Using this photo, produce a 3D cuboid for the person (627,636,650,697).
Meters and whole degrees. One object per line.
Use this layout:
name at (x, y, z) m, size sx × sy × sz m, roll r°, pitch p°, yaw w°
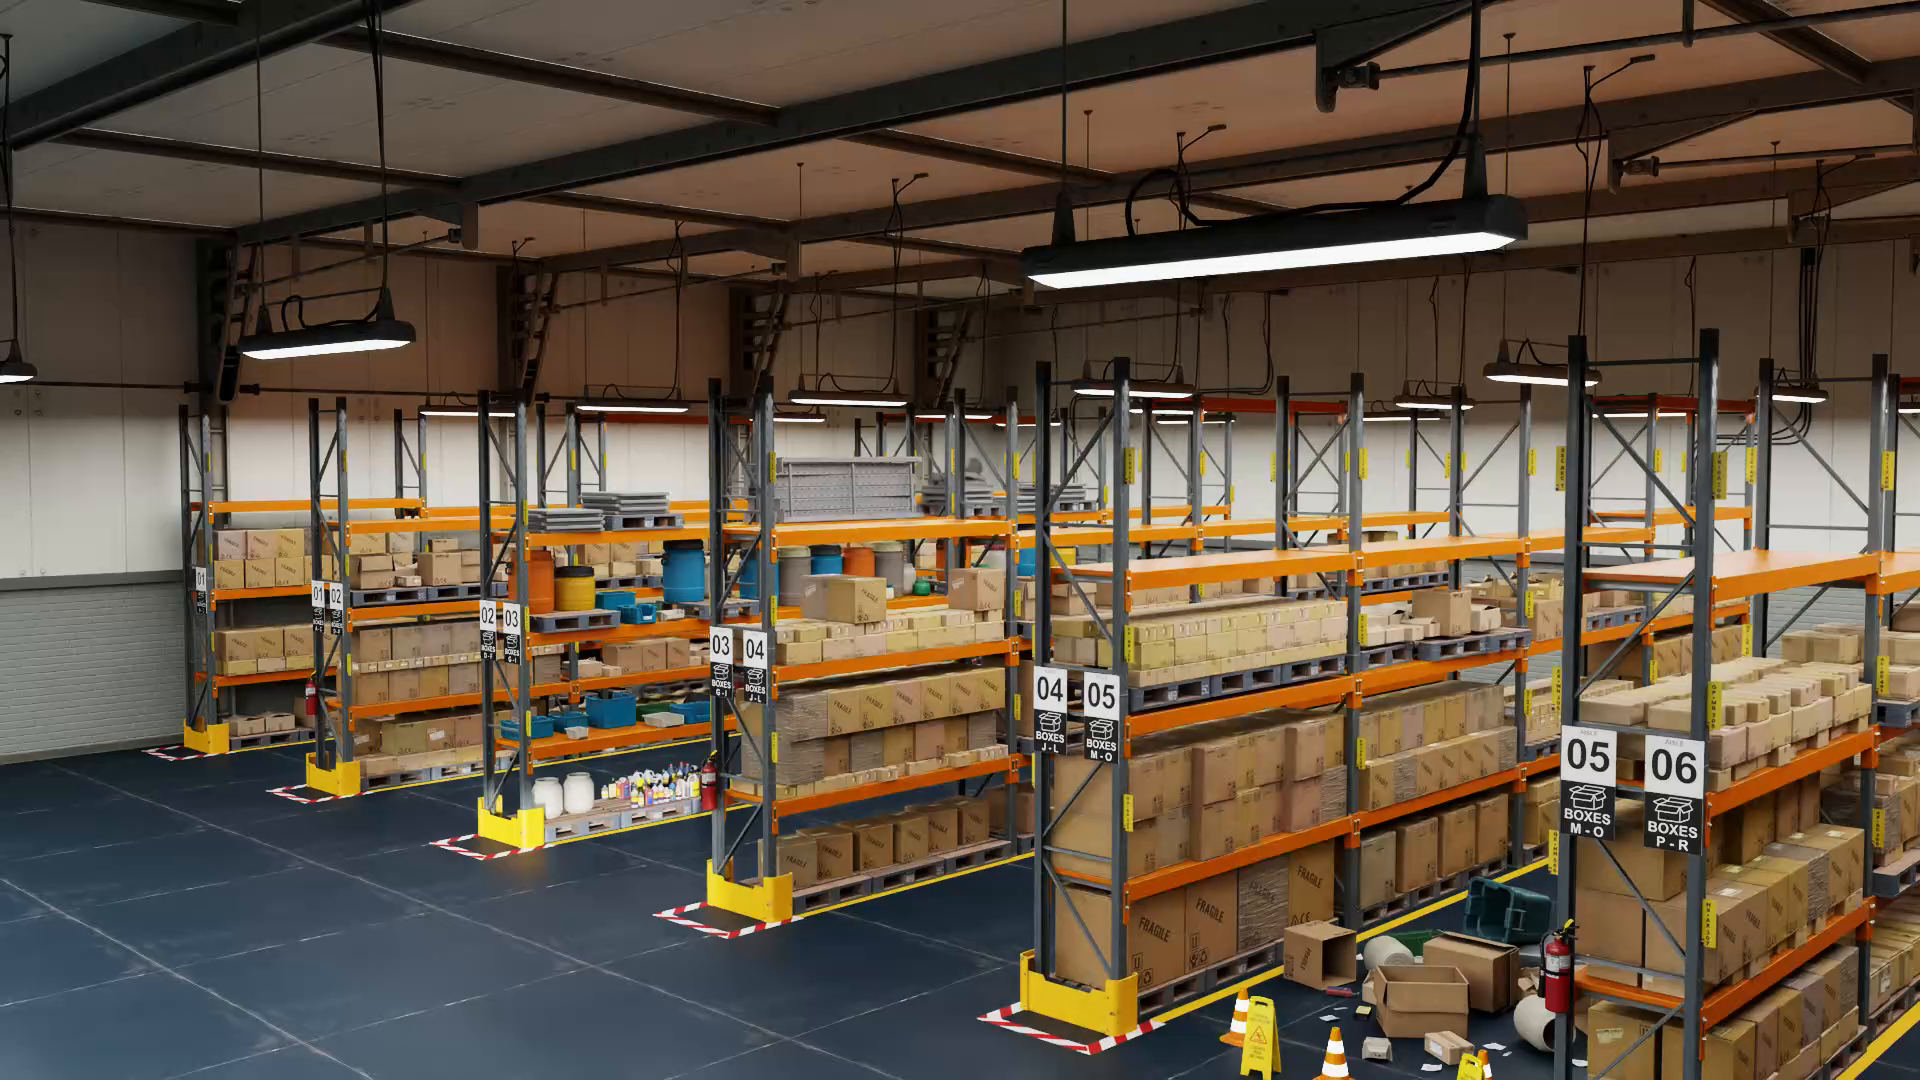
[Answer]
person at (-6.235, 2.668, 32.146) m, size 0.615 × 1.649 × 0.643 m, roll 2°, pitch 4°, yaw 37°
